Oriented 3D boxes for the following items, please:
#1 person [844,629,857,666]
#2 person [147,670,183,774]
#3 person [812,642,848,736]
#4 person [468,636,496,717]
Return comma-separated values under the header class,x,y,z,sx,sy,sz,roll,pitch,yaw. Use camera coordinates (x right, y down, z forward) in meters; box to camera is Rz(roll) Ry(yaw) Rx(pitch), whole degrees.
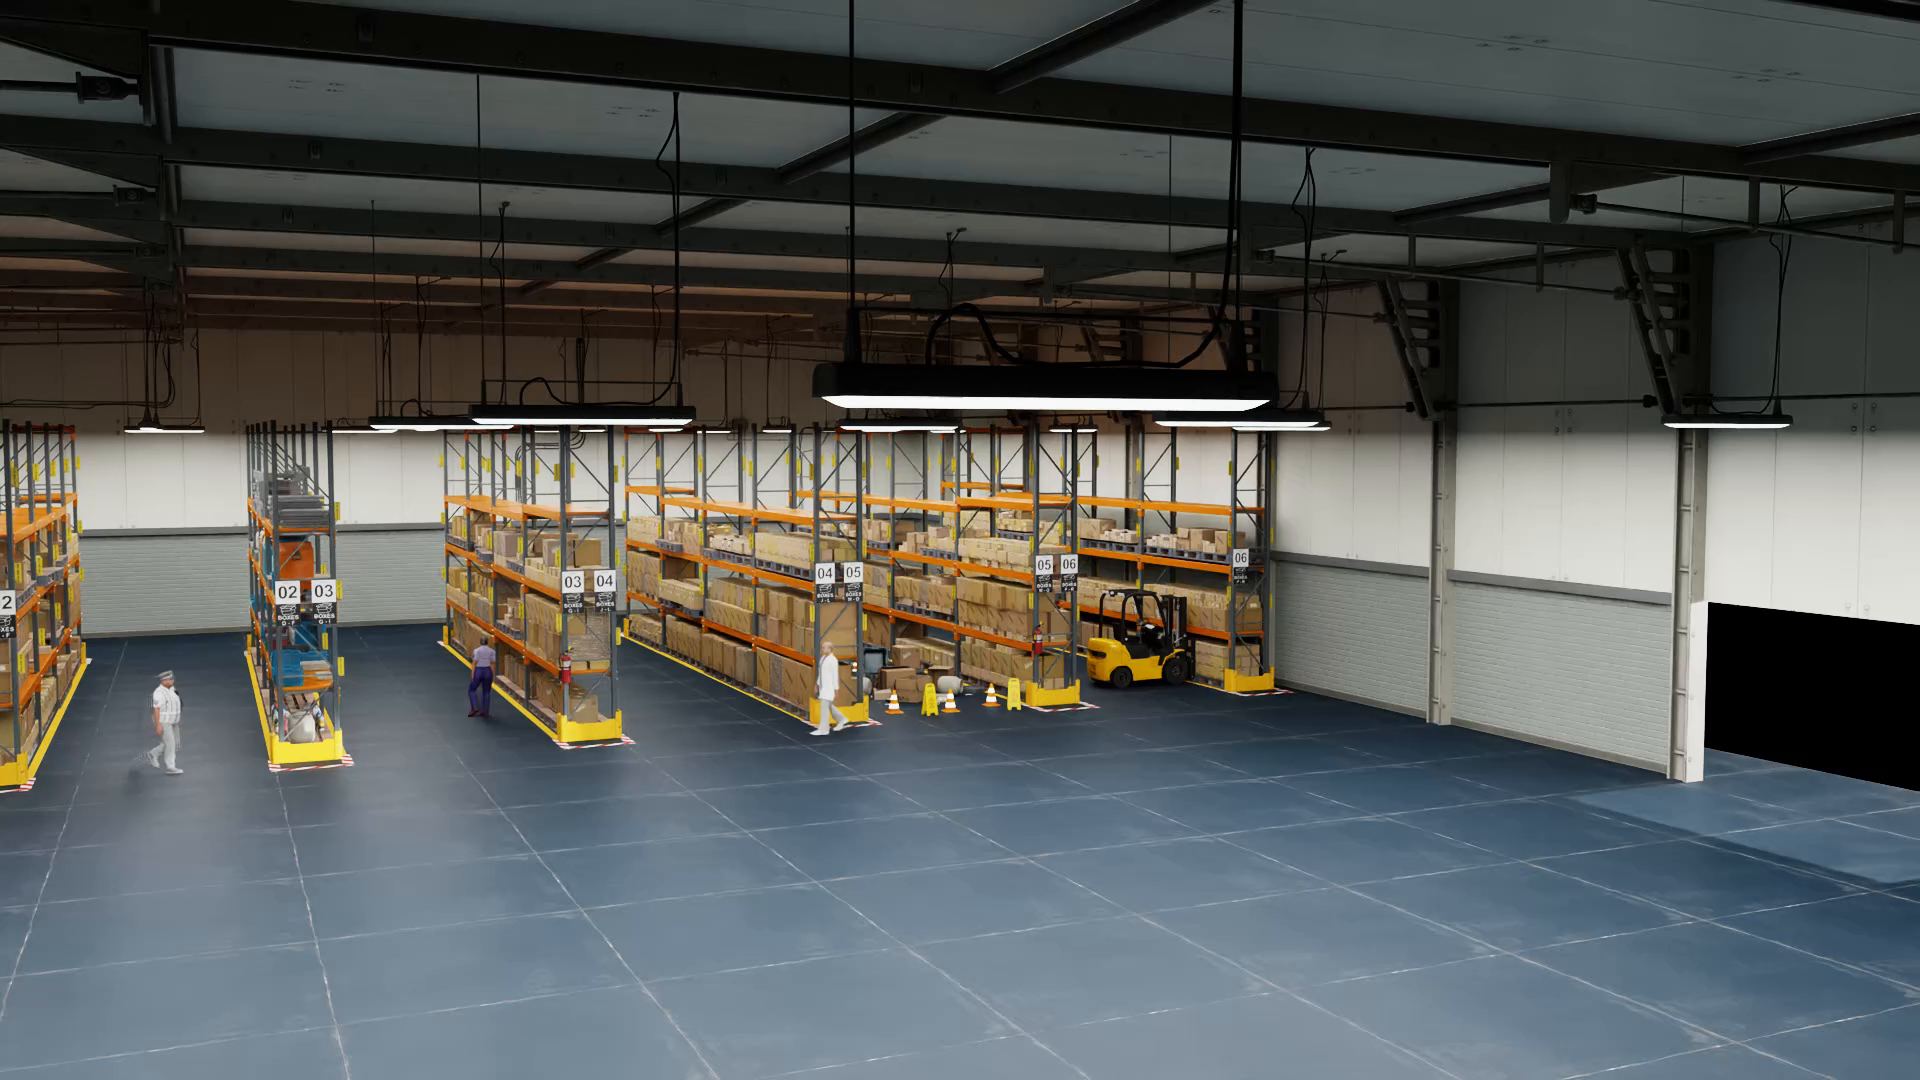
class,x,y,z,sx,sy,sz,roll,pitch,yaw
person,-2.781,2.274,41.199,0.610,1.765,0.512,0,4,1
person,-13.505,3.068,28.185,0.792,1.741,0.545,1,4,12
person,-2.503,2.834,31.980,0.874,1.763,0.551,-2,4,-25
person,-9.758,2.777,33.907,0.586,1.657,0.387,-2,4,-30
